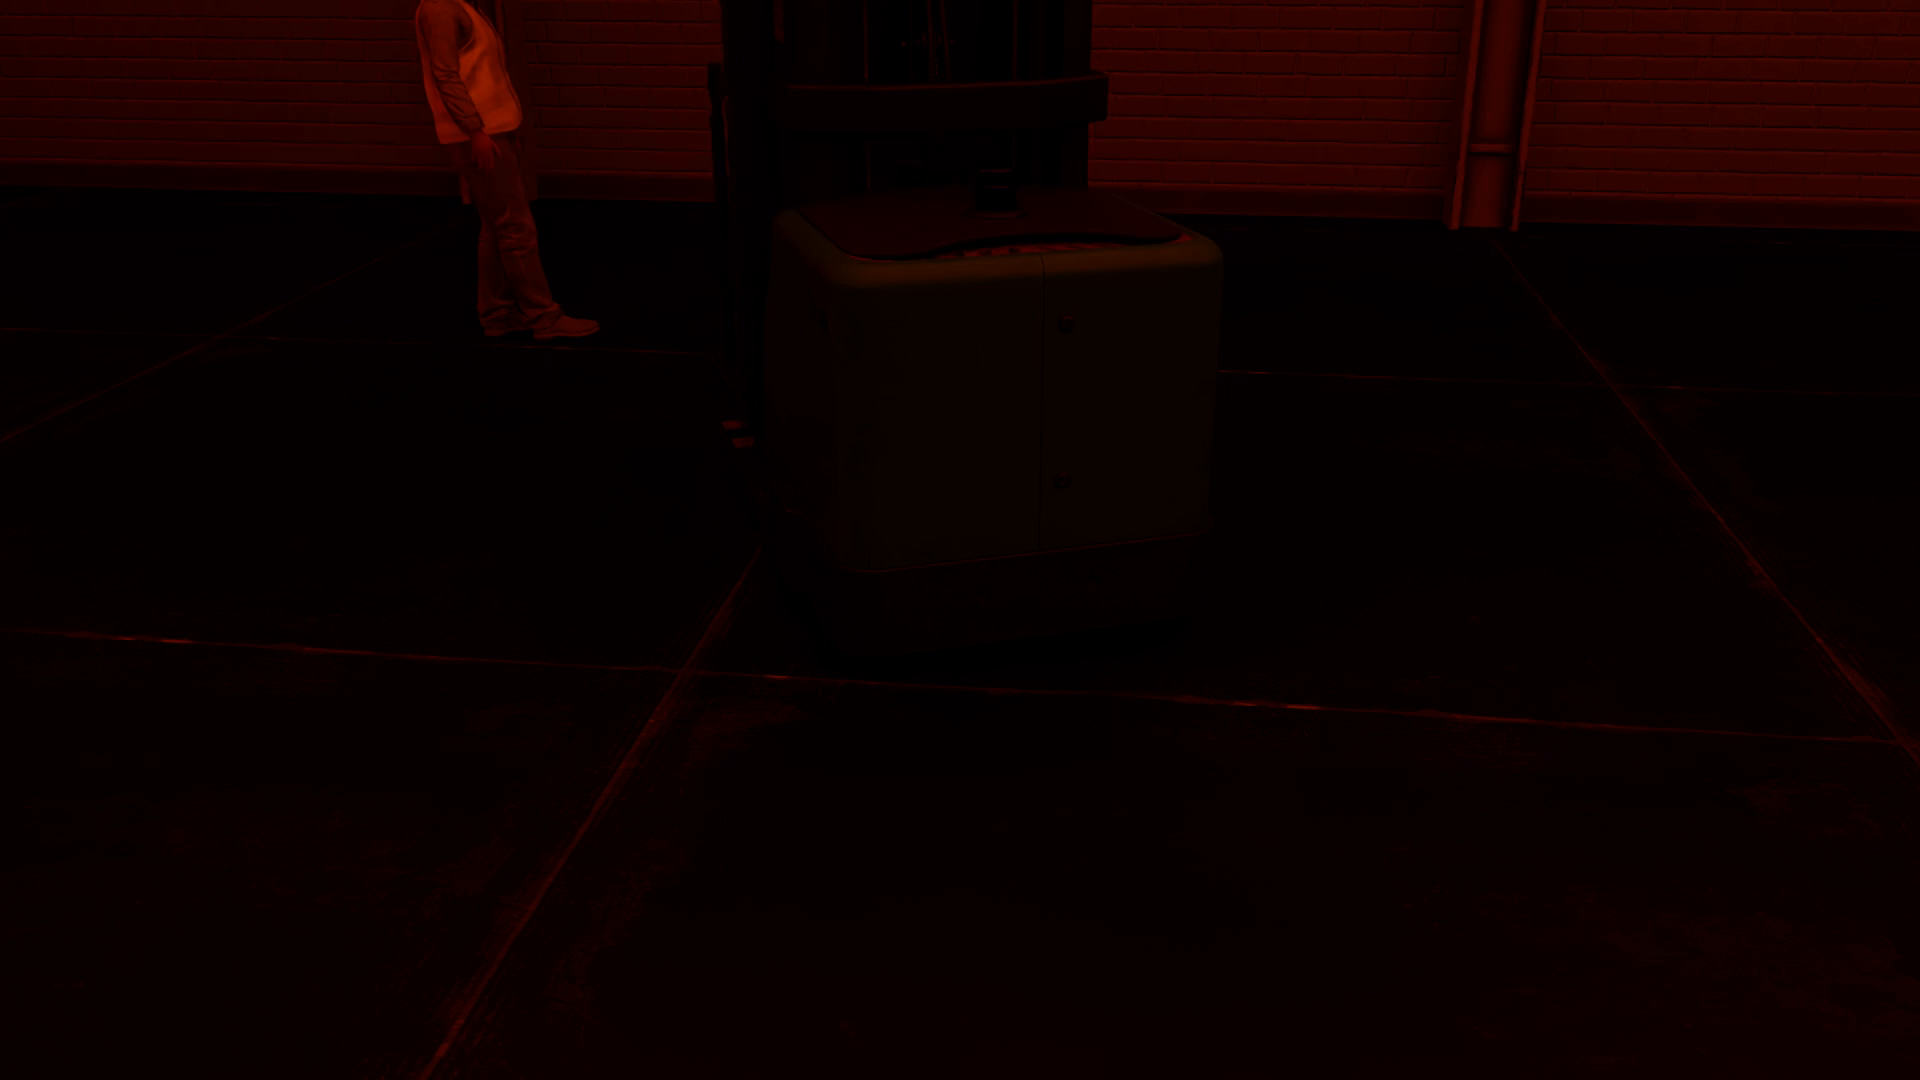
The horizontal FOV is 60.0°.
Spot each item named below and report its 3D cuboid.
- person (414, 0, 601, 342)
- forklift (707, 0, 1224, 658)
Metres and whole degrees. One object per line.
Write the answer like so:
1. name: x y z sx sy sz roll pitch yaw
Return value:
1. person: -1.937 -1.746 7.141 0.650 1.773 0.630 -2 22 -6
2. forklift: -0.235 -1.580 5.177 1.130 2.935 3.031 -7 23 -16
